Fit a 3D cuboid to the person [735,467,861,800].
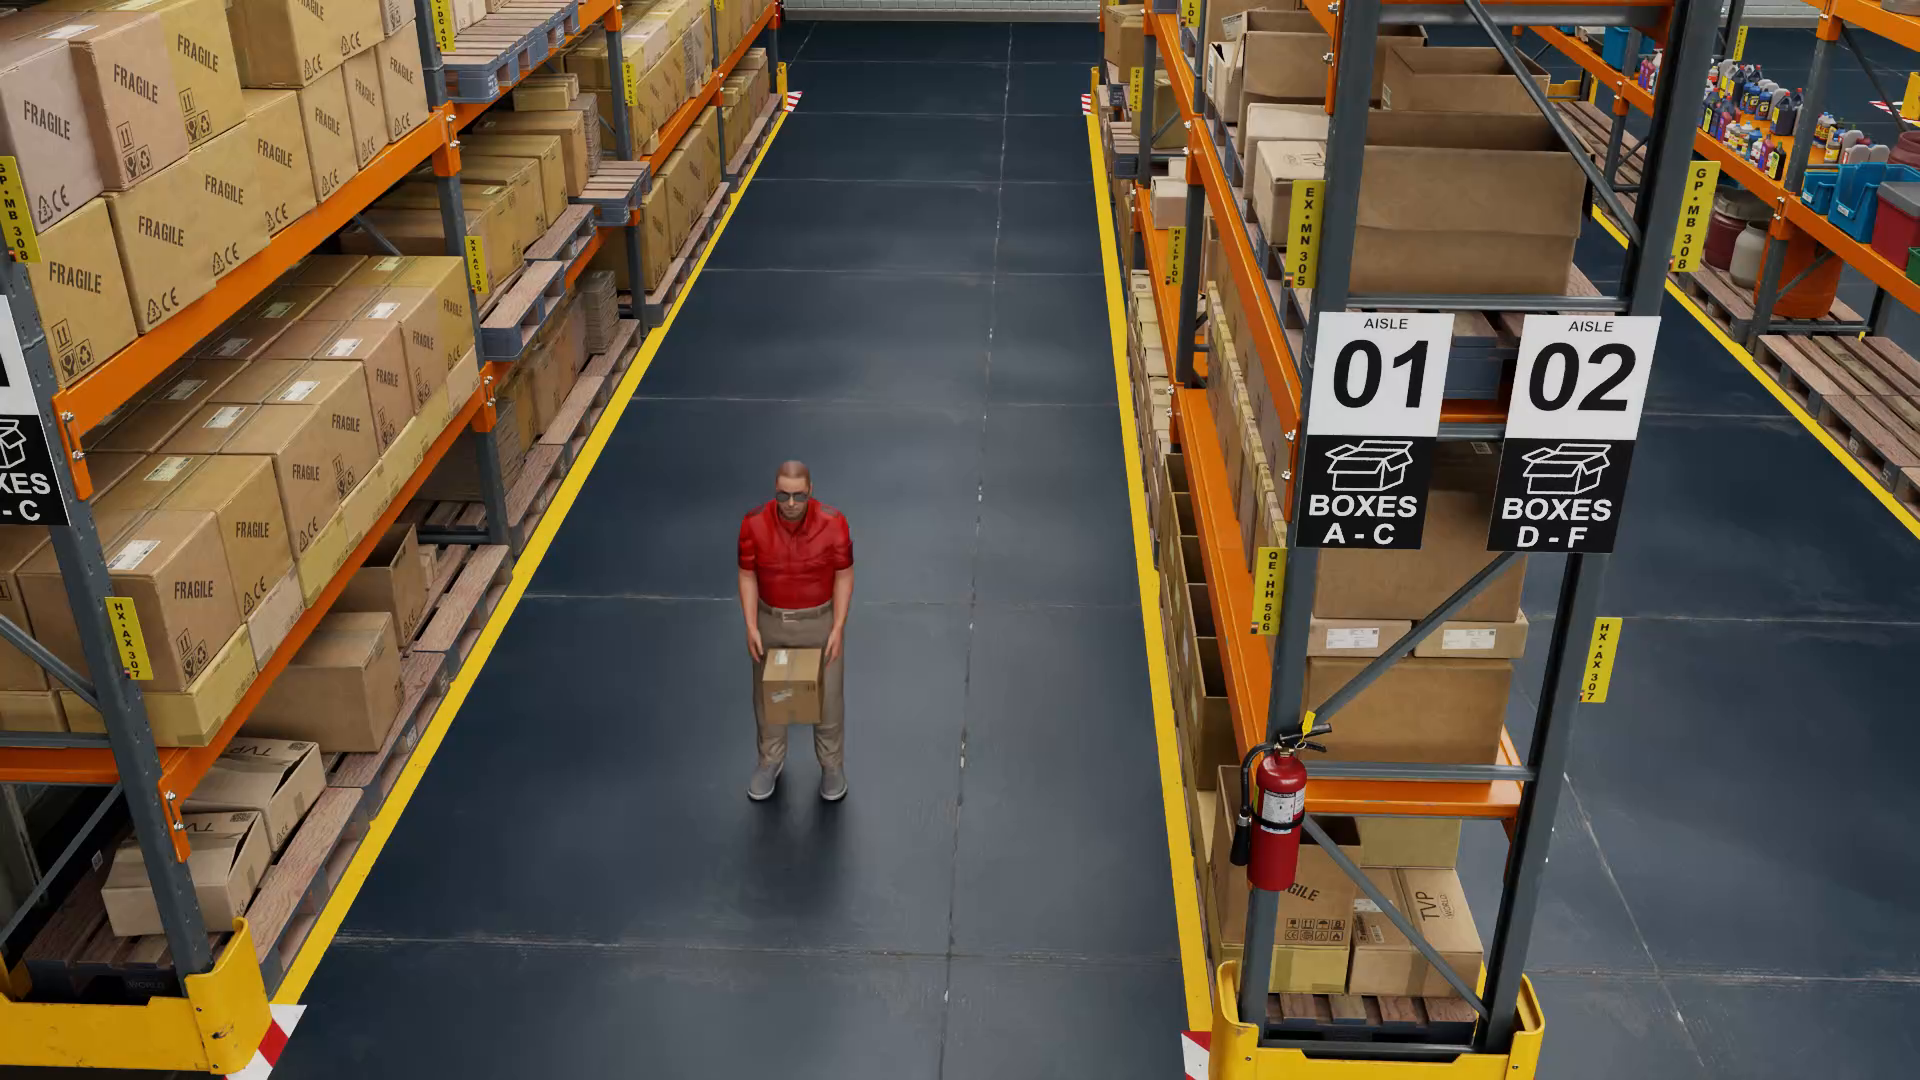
[{"bbox_3d":[-0.759,0.420,7.838,0.588,1.726,0.389,1,28,1],"label":"person"}]
